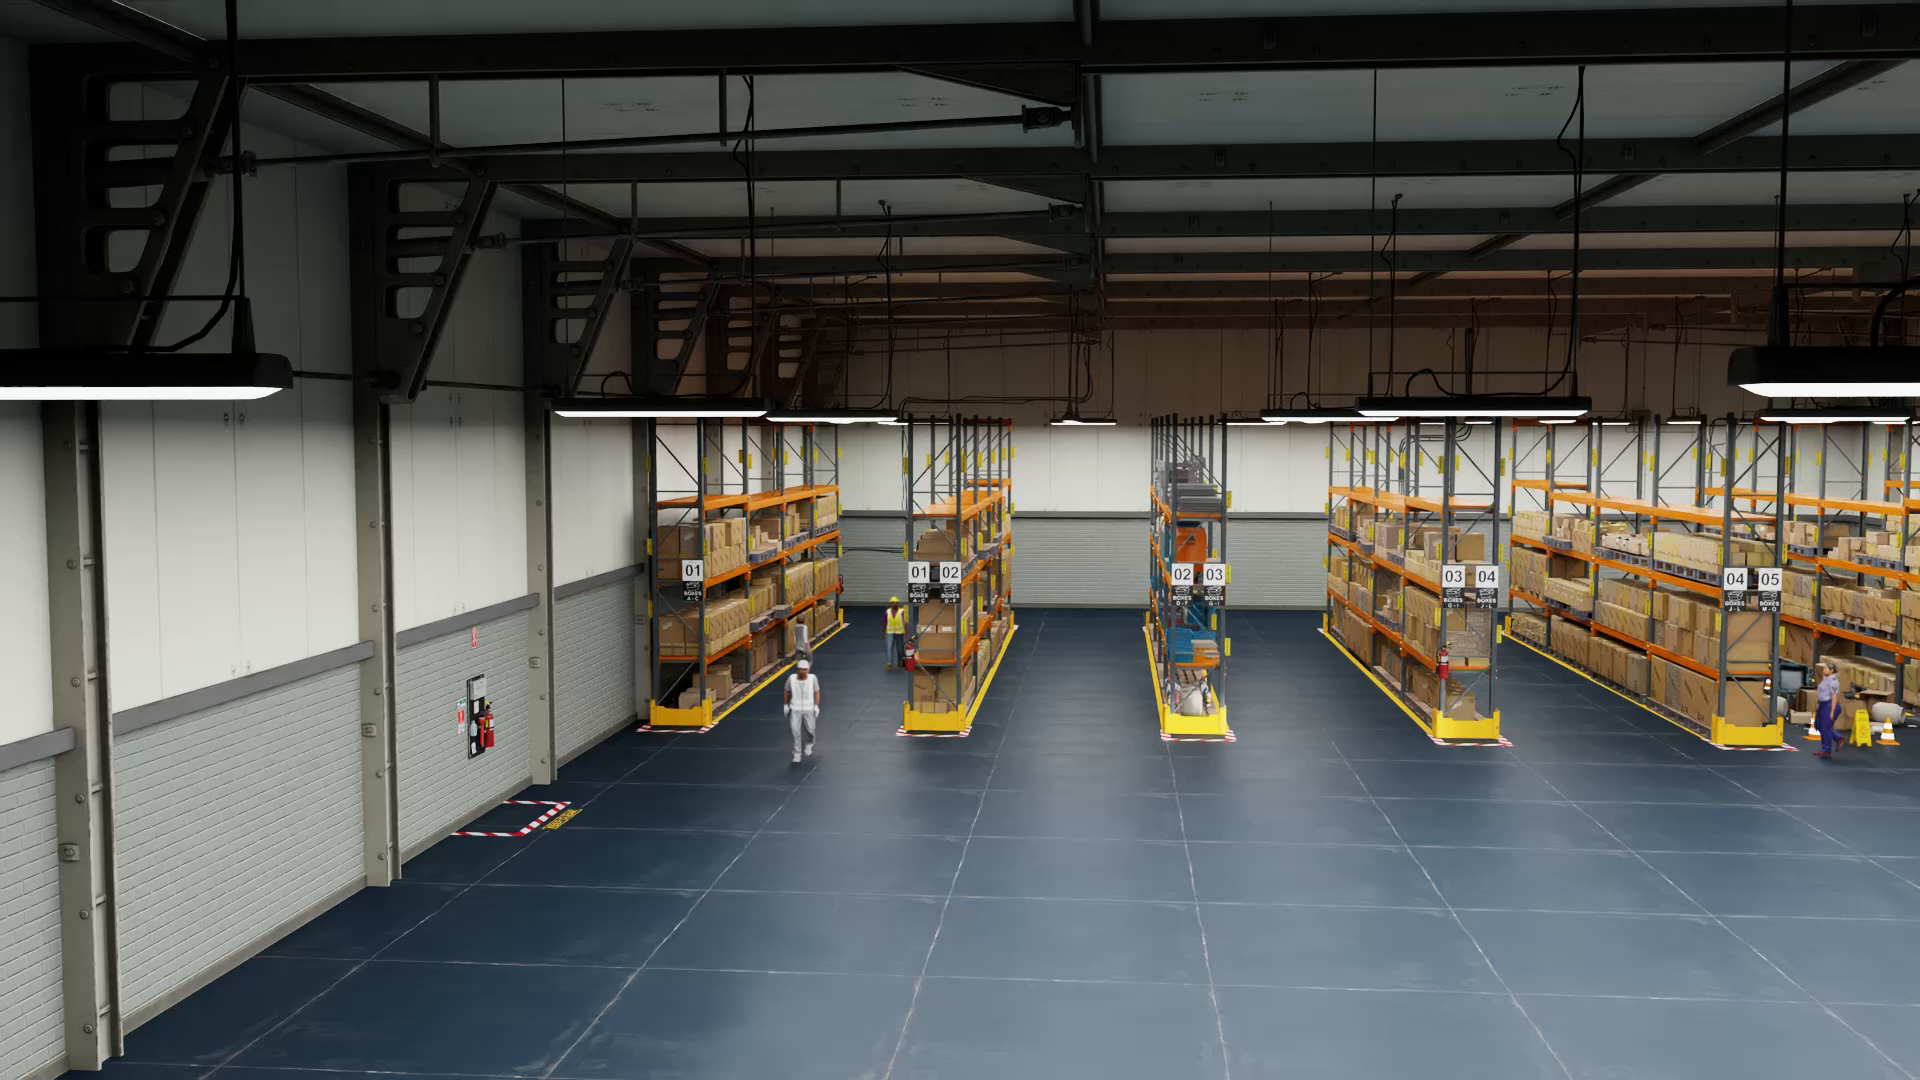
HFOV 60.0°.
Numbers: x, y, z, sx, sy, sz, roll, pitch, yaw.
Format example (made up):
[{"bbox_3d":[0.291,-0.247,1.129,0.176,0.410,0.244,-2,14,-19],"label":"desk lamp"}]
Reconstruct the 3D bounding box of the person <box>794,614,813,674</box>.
[{"bbox_3d":[-3.510,2.432,36.943,0.445,1.582,0.470,1,4,18],"label":"person"}]

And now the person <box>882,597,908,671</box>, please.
[{"bbox_3d":[-1.545,2.207,39.346,0.655,1.706,1.085,0,4,6],"label":"person"}]

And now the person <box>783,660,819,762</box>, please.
[{"bbox_3d":[-2.740,2.917,28.711,0.613,1.765,0.676,-1,4,-9],"label":"person"}]

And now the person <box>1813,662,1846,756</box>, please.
[{"bbox_3d":[15.170,2.940,28.935,0.612,1.630,0.489,0,4,6],"label":"person"}]
